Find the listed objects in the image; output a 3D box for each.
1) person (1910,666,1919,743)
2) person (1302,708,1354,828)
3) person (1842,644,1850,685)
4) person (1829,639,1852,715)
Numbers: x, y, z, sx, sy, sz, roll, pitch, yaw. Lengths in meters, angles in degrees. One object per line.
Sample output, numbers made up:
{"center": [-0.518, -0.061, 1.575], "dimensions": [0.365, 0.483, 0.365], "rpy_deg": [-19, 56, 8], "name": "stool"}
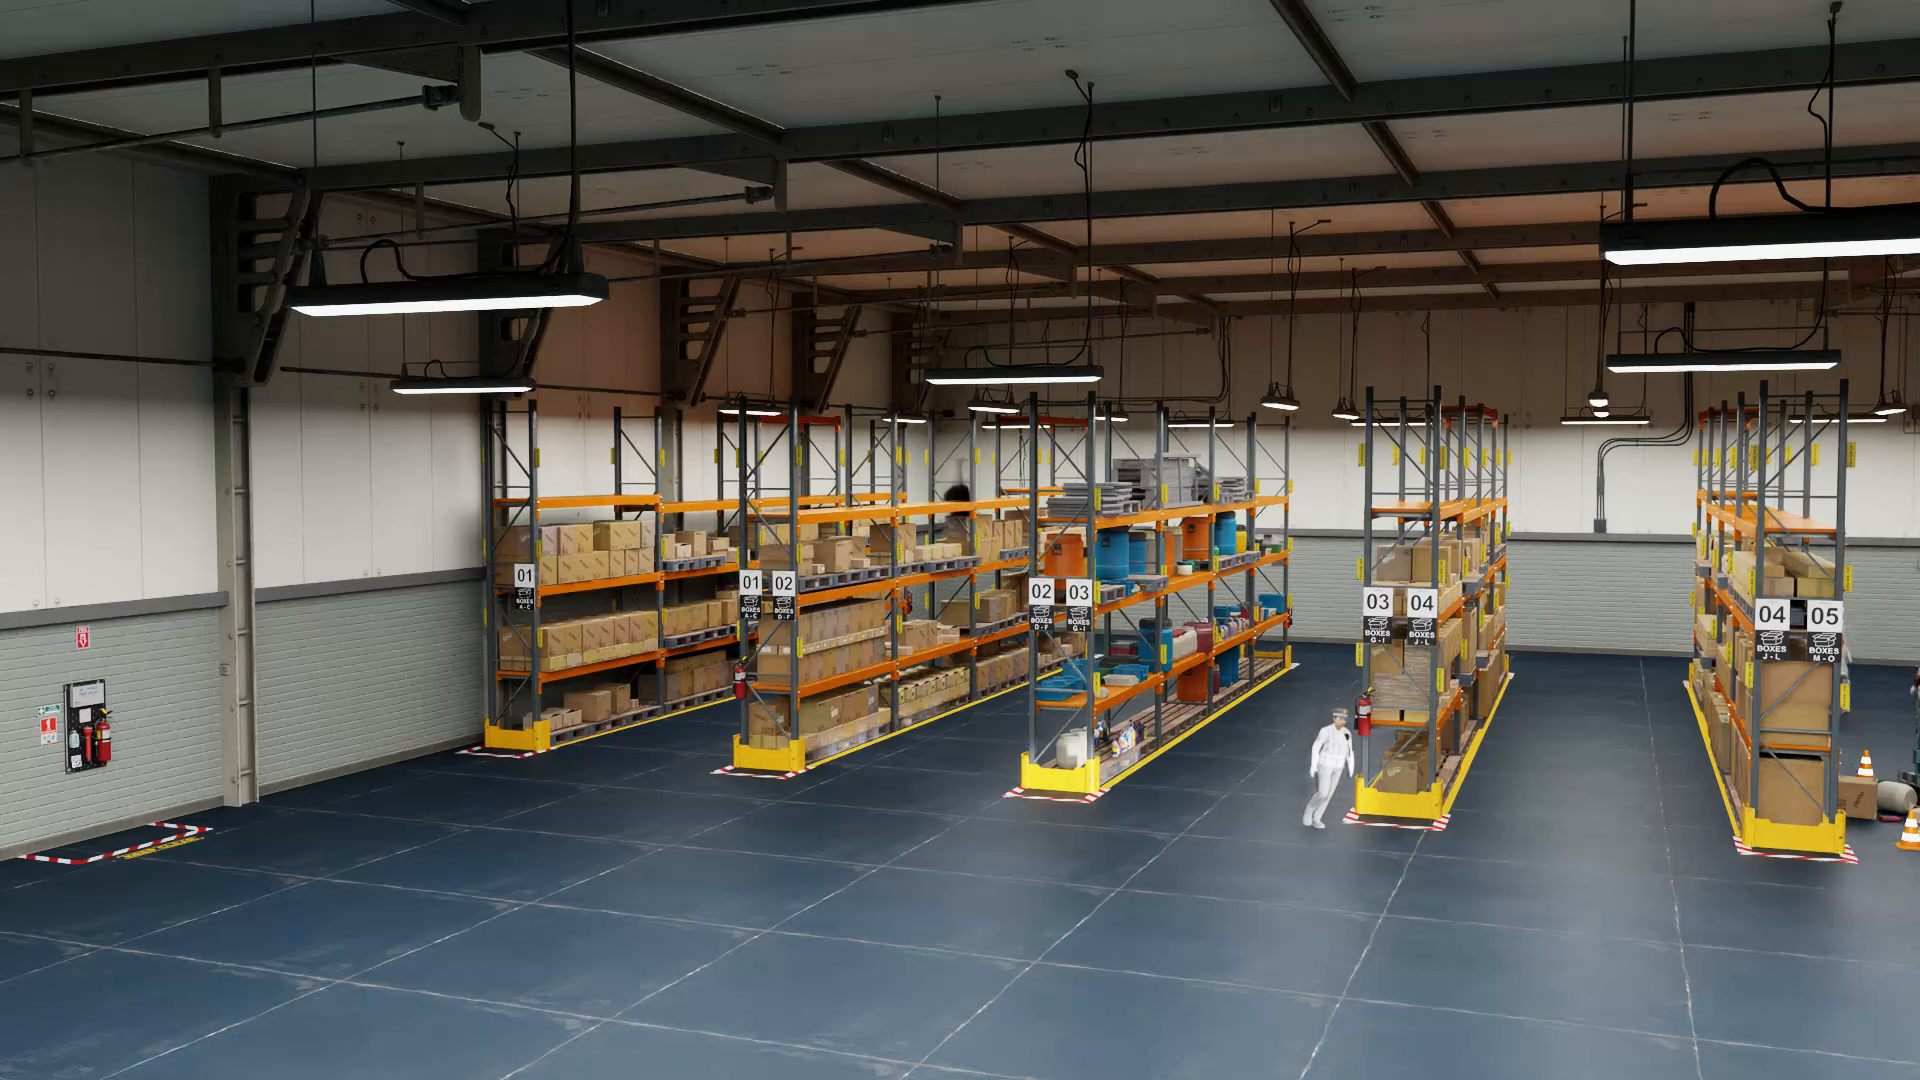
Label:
{"center": [16.729, 2.697, 28.608], "dimensions": [0.680, 1.764, 0.957], "rpy_deg": [1, 3, 11], "name": "person"}
{"center": [4.987, 3.069, 22.357], "dimensions": [0.654, 1.626, 0.558], "rpy_deg": [-1, 3, -19], "name": "person"}
{"center": [19.138, 2.325, 36.481], "dimensions": [0.720, 1.731, 0.614], "rpy_deg": [1, 3, 19], "name": "person"}
{"center": [17.014, 2.629, 32.172], "dimensions": [0.531, 1.567, 0.895], "rpy_deg": [1, 3, 12], "name": "person"}
